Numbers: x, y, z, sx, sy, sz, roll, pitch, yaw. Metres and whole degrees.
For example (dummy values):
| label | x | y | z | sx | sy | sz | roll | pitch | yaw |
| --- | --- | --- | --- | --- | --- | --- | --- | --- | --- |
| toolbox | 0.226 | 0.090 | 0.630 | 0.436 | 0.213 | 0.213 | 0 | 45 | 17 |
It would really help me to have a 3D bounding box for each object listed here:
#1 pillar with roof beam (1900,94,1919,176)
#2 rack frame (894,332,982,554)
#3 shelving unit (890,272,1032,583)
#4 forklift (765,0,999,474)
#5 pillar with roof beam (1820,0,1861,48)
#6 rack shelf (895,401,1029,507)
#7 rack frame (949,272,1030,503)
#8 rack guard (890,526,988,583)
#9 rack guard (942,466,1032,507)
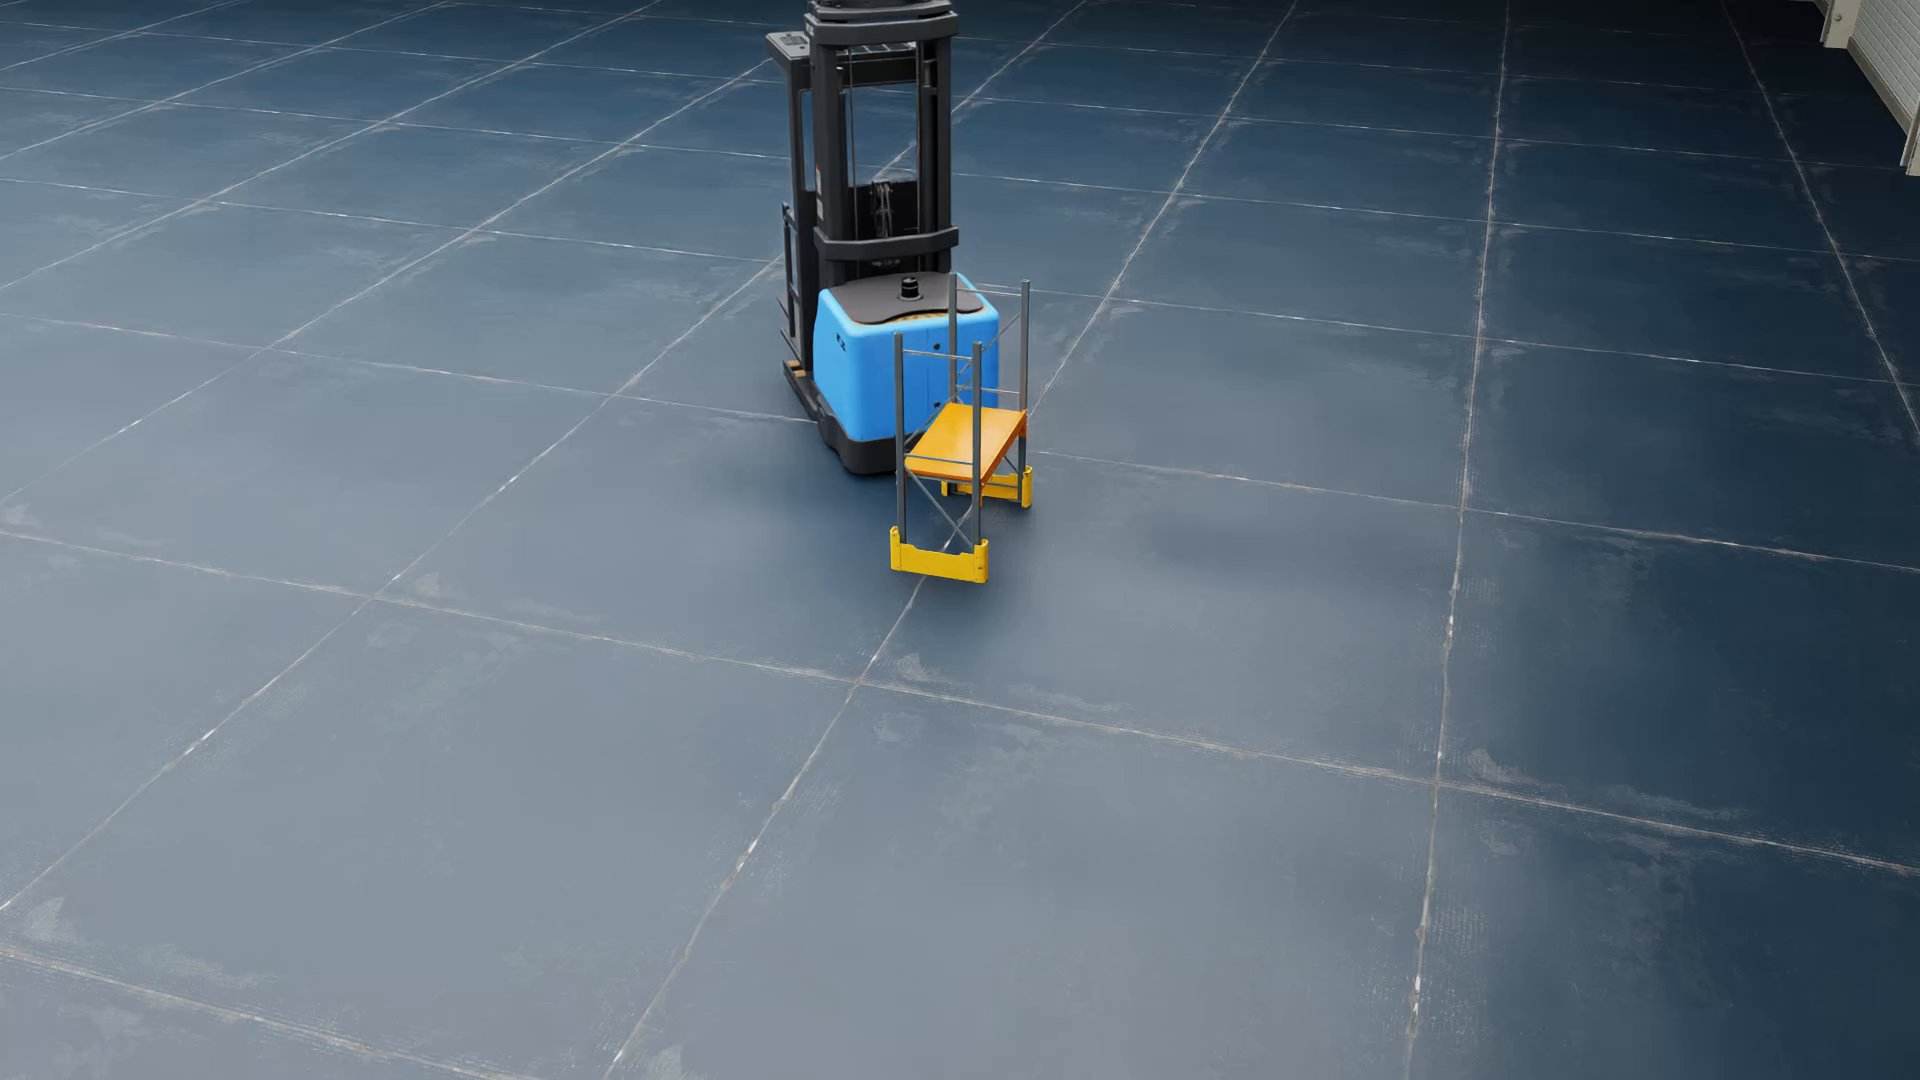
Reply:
| label | x | y | z | sx | sy | sz | roll | pitch | yaw |
| --- | --- | --- | --- | --- | --- | --- | --- | --- | --- |
| pillar with roof beam | 5.731 | -8.334 | 15.975 | 9.100 | 9.000 | 0.400 | 8 | 30 | 15 |
| rack frame | -0.124 | -0.459 | 9.532 | 0.500 | 1.500 | 0.032 | 8 | 30 | 15 |
| shelving unit | 0.022 | -0.691 | 9.949 | 0.587 | 1.500 | 1.083 | 8 | 30 | 15 |
| forklift | -0.675 | -2.412 | 11.571 | 1.130 | 2.935 | 3.031 | -9 | 30 | -16 |
| pillar with roof beam | 7.492 | -11.123 | 20.987 | 9.100 | 9.000 | 0.400 | 8 | 30 | 15 |
| rack shelf | 0.025 | -0.538 | 10.044 | 0.538 | 0.185 | 1.000 | 8 | 30 | 15 |
| rack frame | 0.174 | -0.931 | 10.381 | 0.500 | 1.500 | 0.032 | 8 | 30 | 15 |
| rack guard | -0.124 | 0.087 | 9.837 | 0.587 | 0.250 | 0.087 | 8 | 30 | 15 |
| rack guard | 0.169 | -0.376 | 10.669 | 0.587 | 0.250 | 0.087 | 8 | 30 | 15 |
